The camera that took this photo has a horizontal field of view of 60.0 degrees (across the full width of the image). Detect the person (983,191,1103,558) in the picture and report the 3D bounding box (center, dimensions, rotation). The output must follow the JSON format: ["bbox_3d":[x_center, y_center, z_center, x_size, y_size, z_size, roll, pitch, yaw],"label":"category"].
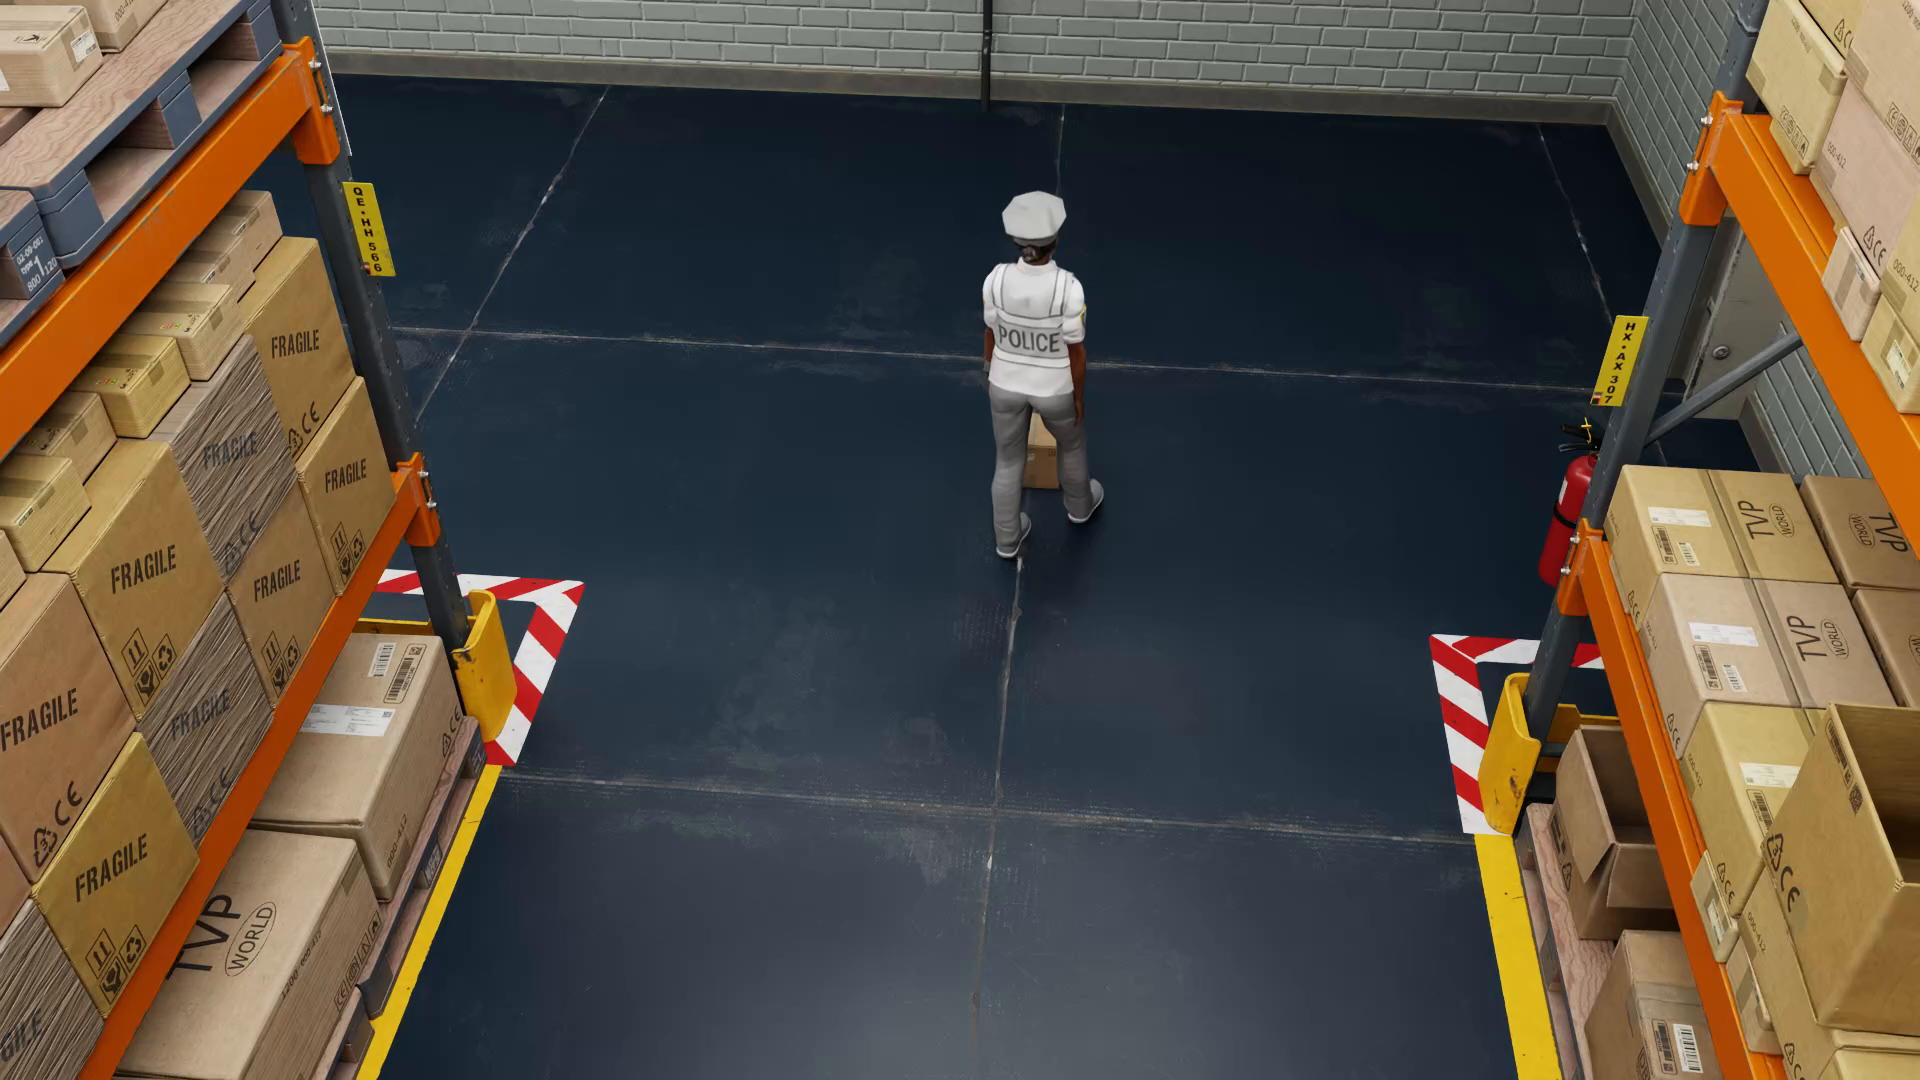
[{"bbox_3d":[0.365,-0.716,6.975,0.497,1.672,0.585,9,41,10],"label":"person"}]
